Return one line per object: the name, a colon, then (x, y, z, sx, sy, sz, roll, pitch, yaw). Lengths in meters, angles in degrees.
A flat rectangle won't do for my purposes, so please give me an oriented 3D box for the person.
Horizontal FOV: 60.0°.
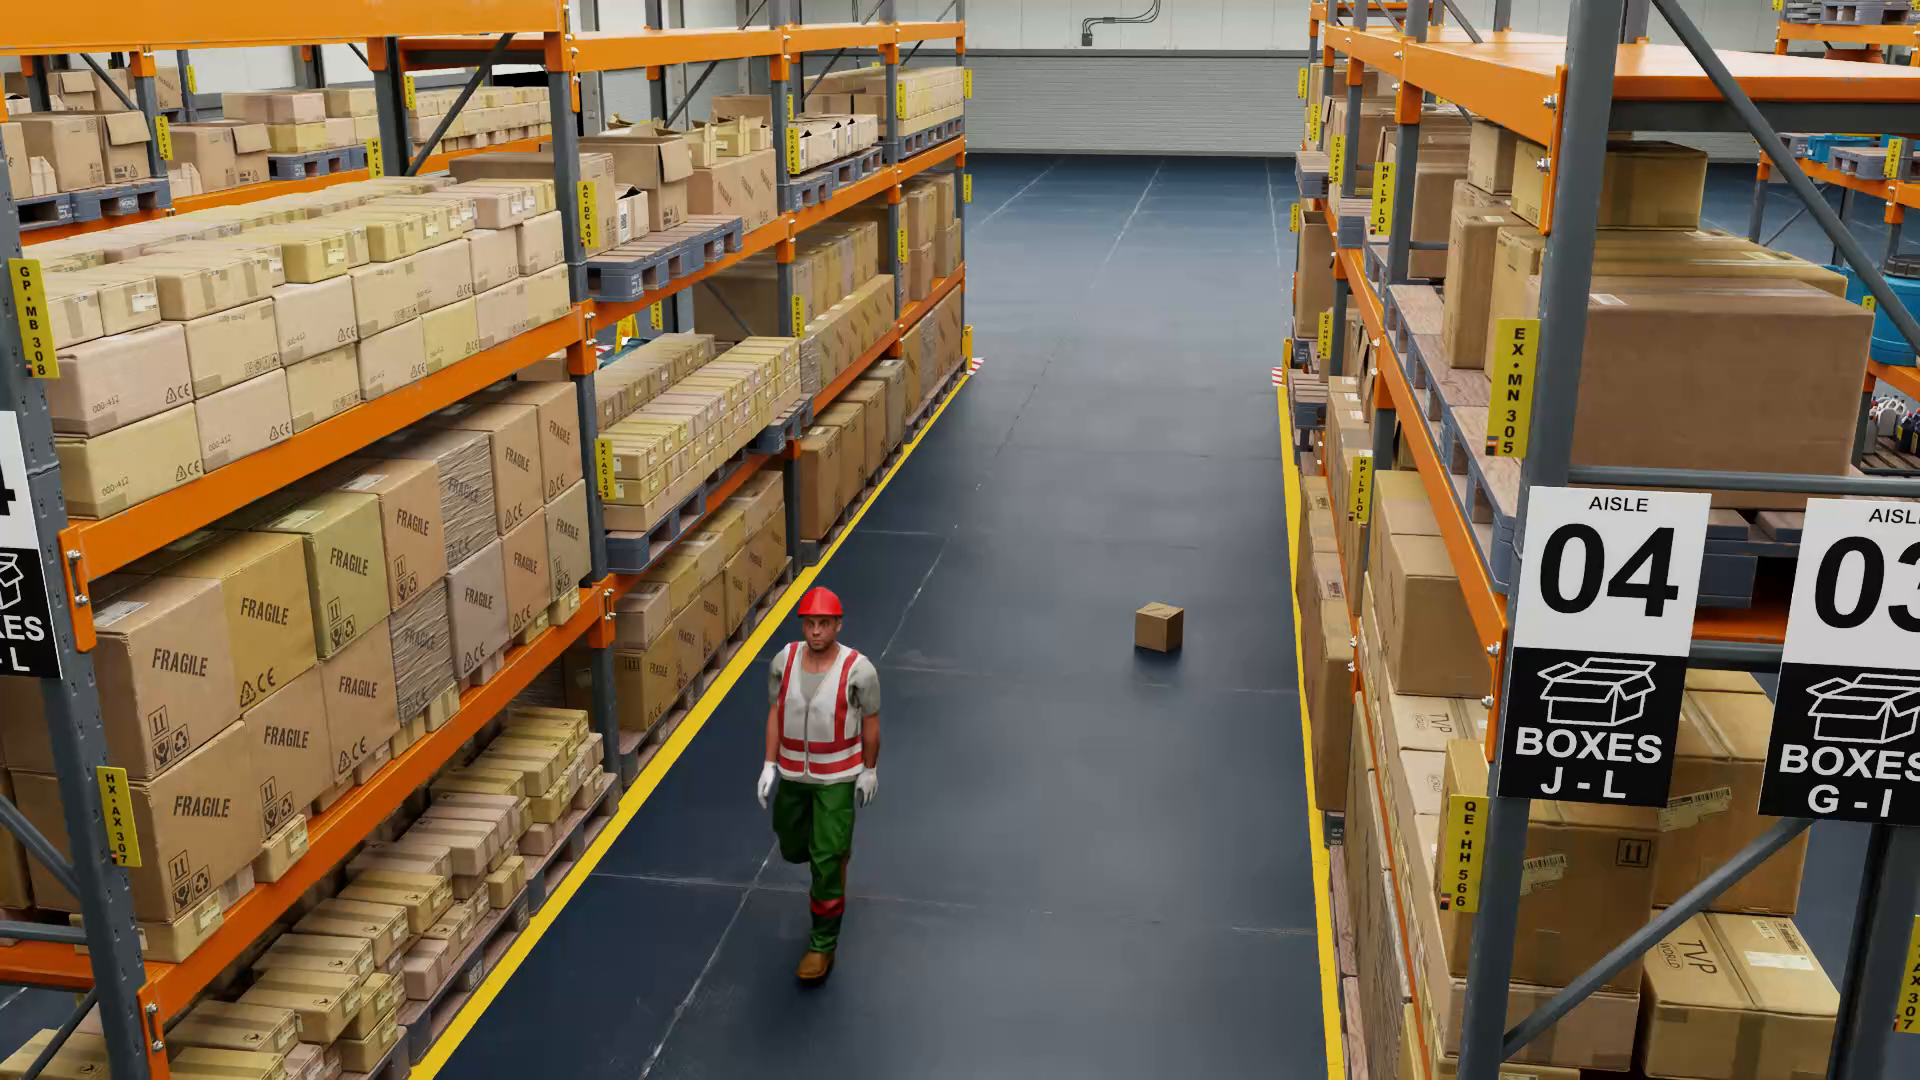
person: (-0.640, 1.059, 7.673, 0.532, 1.763, 0.860, 6, 19, 19)
